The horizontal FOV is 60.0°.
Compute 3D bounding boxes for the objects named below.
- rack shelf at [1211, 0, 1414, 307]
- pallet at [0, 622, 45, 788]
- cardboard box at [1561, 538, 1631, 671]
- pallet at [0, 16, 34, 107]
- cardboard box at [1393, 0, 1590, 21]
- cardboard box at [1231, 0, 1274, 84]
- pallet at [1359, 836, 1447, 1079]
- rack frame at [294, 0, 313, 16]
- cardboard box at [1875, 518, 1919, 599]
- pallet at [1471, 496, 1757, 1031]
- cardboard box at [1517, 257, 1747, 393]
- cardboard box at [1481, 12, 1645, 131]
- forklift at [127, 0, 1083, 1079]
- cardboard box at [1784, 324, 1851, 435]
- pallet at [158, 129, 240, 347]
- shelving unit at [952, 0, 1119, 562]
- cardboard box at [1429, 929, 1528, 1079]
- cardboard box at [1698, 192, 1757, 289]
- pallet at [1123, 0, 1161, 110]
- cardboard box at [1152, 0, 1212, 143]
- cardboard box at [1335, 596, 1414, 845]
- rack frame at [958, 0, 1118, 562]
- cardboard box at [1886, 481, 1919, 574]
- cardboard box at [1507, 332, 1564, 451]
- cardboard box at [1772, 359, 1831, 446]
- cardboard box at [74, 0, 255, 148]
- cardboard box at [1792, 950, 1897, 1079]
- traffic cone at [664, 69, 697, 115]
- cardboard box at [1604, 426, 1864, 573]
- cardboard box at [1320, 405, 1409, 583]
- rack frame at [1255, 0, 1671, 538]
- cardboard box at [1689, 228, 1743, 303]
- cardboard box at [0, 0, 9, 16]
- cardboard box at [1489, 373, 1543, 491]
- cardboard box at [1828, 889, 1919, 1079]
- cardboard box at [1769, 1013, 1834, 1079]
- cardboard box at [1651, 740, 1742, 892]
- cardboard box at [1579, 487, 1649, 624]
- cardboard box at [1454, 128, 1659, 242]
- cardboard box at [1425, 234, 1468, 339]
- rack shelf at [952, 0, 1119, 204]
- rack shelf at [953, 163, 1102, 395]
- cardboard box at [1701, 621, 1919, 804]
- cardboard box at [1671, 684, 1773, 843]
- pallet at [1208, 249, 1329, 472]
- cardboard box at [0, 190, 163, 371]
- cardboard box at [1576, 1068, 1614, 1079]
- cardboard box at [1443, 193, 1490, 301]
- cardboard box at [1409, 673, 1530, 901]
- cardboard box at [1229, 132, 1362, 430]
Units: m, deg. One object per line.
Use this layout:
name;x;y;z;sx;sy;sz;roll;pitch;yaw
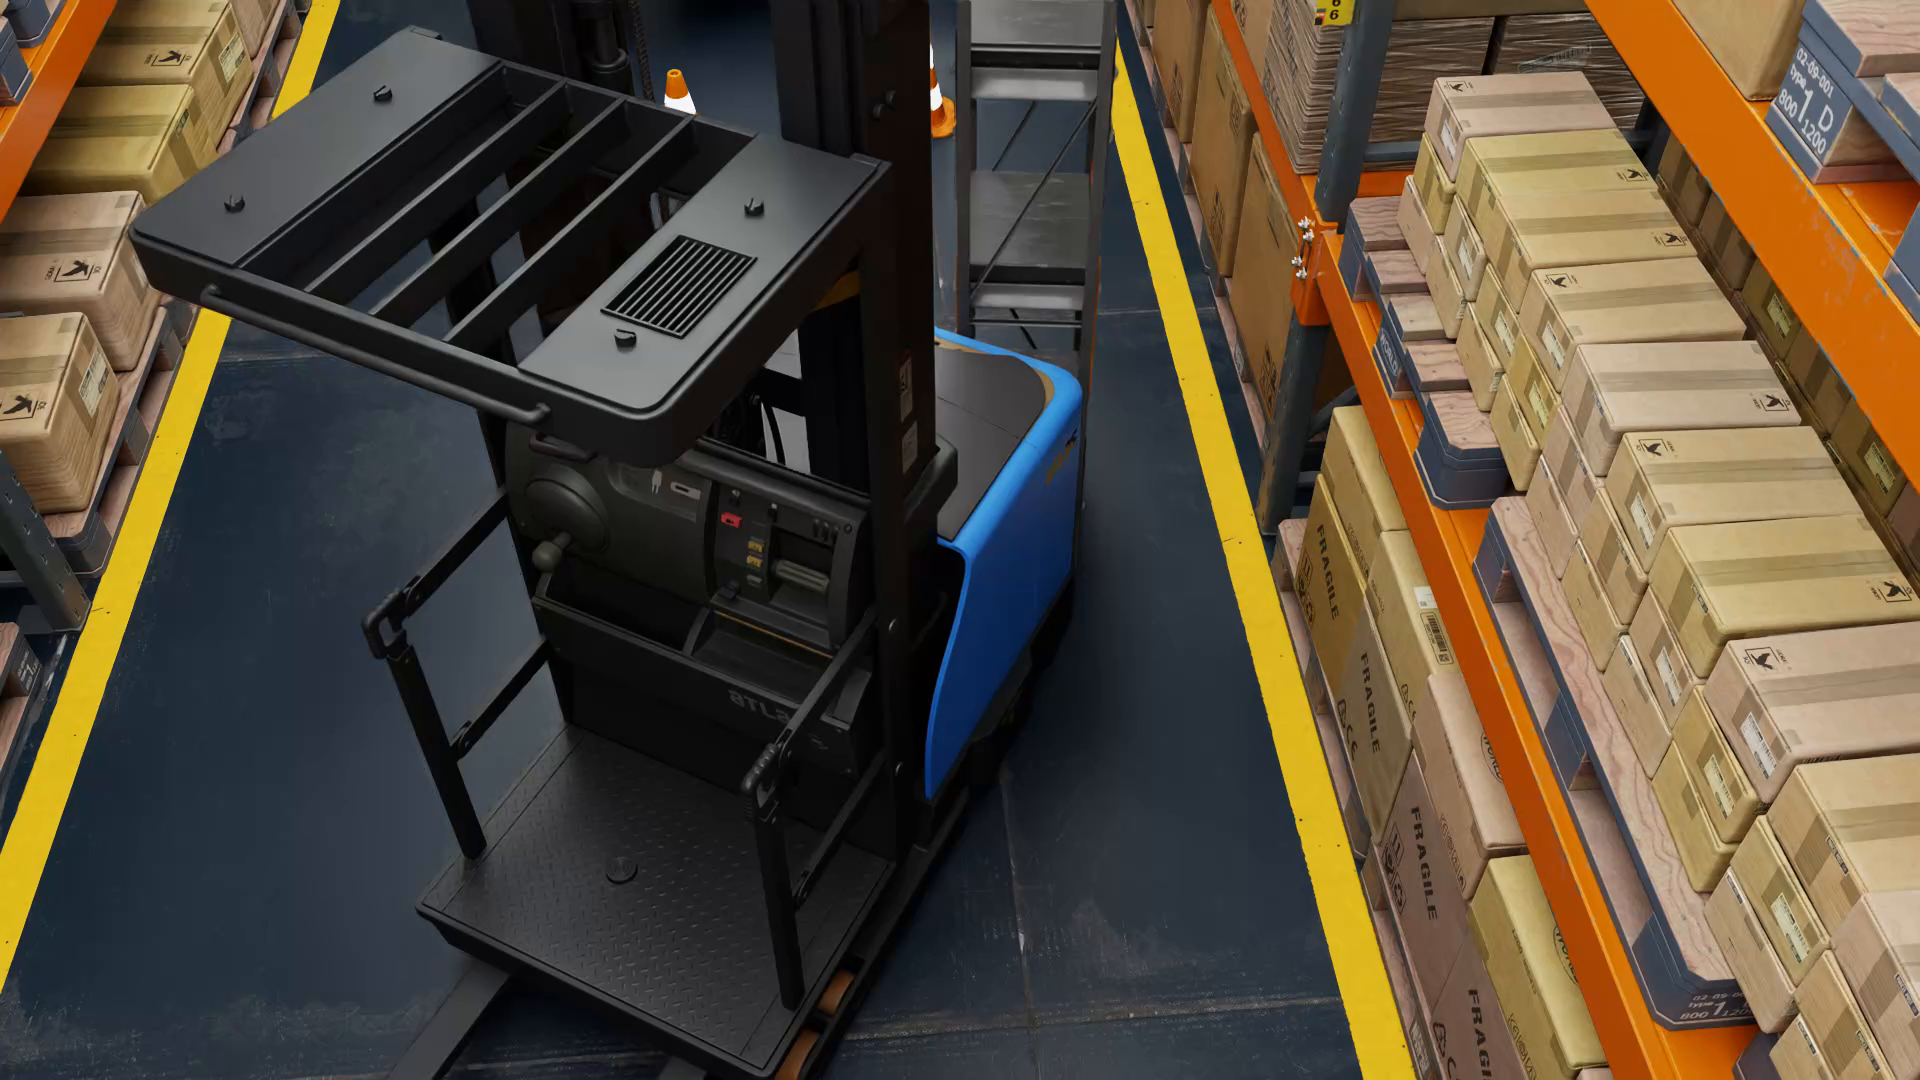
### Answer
rack shelf;1.372;-2.314;6.372;1.077;0.370;4.000;-3;47;-3
pallet;-3.394;0.793;4.854;1.003;0.211;1.213;-3;47;-3
cardboard box;1.488;0.122;3.452;0.380;0.149;0.250;-3;47;-3
pallet;-3.551;-1.184;4.938;1.213;0.211;1.003;-3;47;-3
cardboard box;1.511;-1.818;4.649;0.700;0.500;0.500;-4;47;-4
cardboard box;1.193;-1.820;5.339;0.500;0.500;0.500;-3;47;-3
pallet;1.702;1.290;4.383;1.003;0.211;1.213;-3;47;-3
rack frame;-3.720;-3.635;7.127;1.000;3.000;0.127;-3;47;-3
cardboard box;2.141;0.084;3.488;0.380;0.149;0.250;-2;47;-2
pallet;1.746;0.381;3.455;1.003;0.211;1.213;-3;47;-3
cardboard box;1.448;-0.468;3.601;0.380;0.149;0.250;-5;47;-5
cardboard box;1.770;-1.490;5.027;0.500;0.500;0.500;-3;47;-3
forklift;-0.741;0.060;3.674;1.130;2.935;3.031;20;50;18
cardboard box;2.103;-0.381;3.724;0.380;0.149;0.250;-3;47;-3
pallet;-3.548;-1.228;6.768;1.003;0.211;1.213;-3;47;-3
shelving unit;0.205;-0.814;5.074;0.431;2.100;0.503;2;47;2
cardboard box;1.480;1.232;3.950;0.500;0.500;0.500;-4;47;-4
cardboard box;2.058;-0.752;4.076;0.380;0.149;0.250;-2;47;-2
pallet;1.344;-2.496;7.969;1.003;0.211;1.213;-3;47;-3
cardboard box;1.423;-2.238;7.064;1.050;0.750;0.750;-3;47;-3
cardboard box;1.390;0.491;4.651;0.500;0.500;0.500;-3;47;-3
rack frame;0.194;-0.637;4.907;0.400;2.100;0.015;2;47;2
cardboard box;2.144;-0.012;3.375;0.380;0.149;0.250;-2;47;-2
cardboard box;1.451;-0.342;3.687;0.380;0.149;0.250;-3;47;-3
cardboard box;2.097;-0.297;3.850;0.380;0.149;0.250;-4;47;-4
cardboard box;-3.610;-1.976;7.077;0.950;0.372;0.625;-1;47;-1
cardboard box;1.575;0.775;2.629;0.380;0.149;0.250;-5;47;-5
traffic cone;-1.200;-1.801;7.137;0.336;0.463;0.334;-3;47;-3
cardboard box;1.496;-0.080;3.234;0.380;0.149;0.250;-2;47;-2
cardboard box;1.356;-0.144;4.736;0.500;0.250;0.500;-5;47;-5
rack frame;1.539;-1.115;4.740;1.000;3.000;0.127;-3;47;-3
cardboard box;2.057;-0.664;4.197;0.380;0.149;0.250;-4;47;-3
cardboard box;-3.197;-1.653;5.133;0.380;0.149;0.250;-3;47;-3
cardboard box;1.445;-0.252;3.807;0.380;0.149;0.250;-2;47;-1
cardboard box;1.581;0.667;2.527;0.380;0.149;0.250;-4;47;-3
cardboard box;1.581;0.896;2.719;0.380;0.149;0.250;-6;47;-5
cardboard box;1.531;0.504;3.091;0.380;0.149;0.250;-2;47;-2
cardboard box;1.489;0.018;3.346;0.380;0.149;0.250;-4;47;-4
cardboard box;1.410;-0.837;3.951;0.380;0.149;0.250;-5;47;-4
cardboard box;1.398;-0.643;4.177;0.380;0.149;0.250;-1;47;-1
rack shelf;0.205;-1.286;4.576;0.431;0.518;0.480;2;47;2
rack shelf;0.205;-0.804;5.084;0.431;0.518;0.480;2;47;2
cardboard box;1.537;0.295;2.879;0.380;0.149;0.250;-5;47;-5
cardboard box;1.530;0.389;2.994;0.380;0.149;0.250;-3;47;-3
pallet;1.548;-0.731;6.297;1.003;0.211;1.213;-3;47;-3
cardboard box;-3.492;-0.924;6.080;0.950;0.372;0.625;-4;47;-4
cardboard box;1.530;1.340;3.331;0.500;0.250;0.500;-1;47;-1
cardboard box;1.404;-0.717;4.042;0.380;0.149;0.250;-1;47;-1
cardboard box;1.427;0.582;4.049;0.500;0.250;0.500;-3;47;-3
cardboard box;1.578;-0.932;5.827;1.050;0.750;0.750;-4;47;-4
